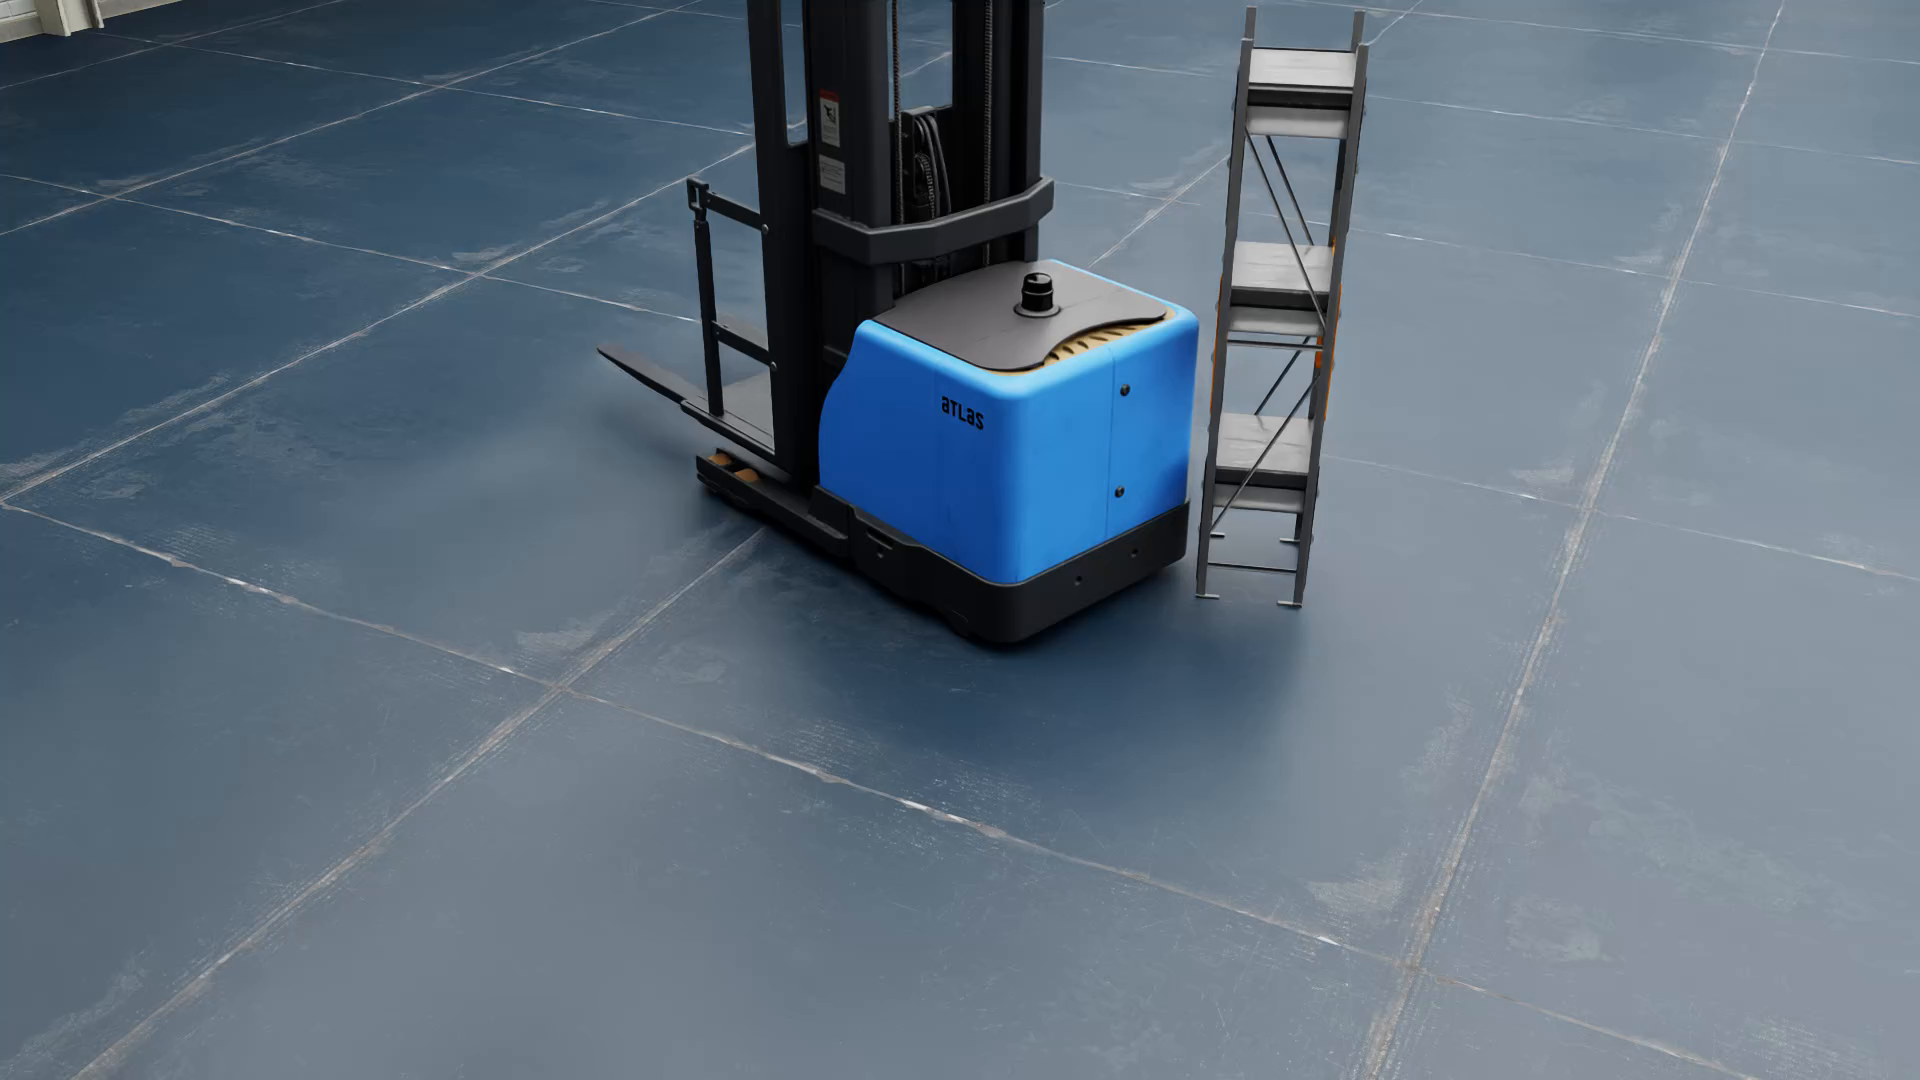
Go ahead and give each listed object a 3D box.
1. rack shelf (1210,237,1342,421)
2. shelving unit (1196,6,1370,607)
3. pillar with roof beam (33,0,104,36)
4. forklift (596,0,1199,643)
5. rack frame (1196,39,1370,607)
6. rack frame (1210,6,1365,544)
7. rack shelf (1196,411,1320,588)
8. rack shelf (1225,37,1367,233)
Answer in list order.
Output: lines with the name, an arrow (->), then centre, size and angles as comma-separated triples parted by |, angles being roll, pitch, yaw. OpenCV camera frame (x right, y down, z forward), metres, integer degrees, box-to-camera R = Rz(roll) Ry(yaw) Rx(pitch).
rack shelf -> 1.144, -0.784, 6.034 | 0.431, 0.518, 0.480 | 5, 30, 9
shelving unit -> 1.144, -0.796, 6.027 | 0.431, 2.100, 0.503 | 5, 30, 9
pillar with roof beam -> -3.898, -7.375, 10.556 | 9.100, 9.000, 0.400 | 14, 33, 23
forklift -> -0.471, -1.552, 6.509 | 1.130, 2.935, 3.031 | -24, 38, -36
rack frame -> 1.100, -0.676, 5.819 | 0.400, 2.100, 0.015 | 5, 30, 9
rack frame -> 1.187, -0.915, 6.235 | 0.400, 2.100, 0.015 | 5, 30, 9
rack shelf -> 1.144, -0.177, 6.383 | 0.431, 0.518, 0.480 | 5, 30, 9
rack shelf -> 1.144, -1.391, 5.685 | 0.431, 0.518, 0.480 | 5, 30, 9
